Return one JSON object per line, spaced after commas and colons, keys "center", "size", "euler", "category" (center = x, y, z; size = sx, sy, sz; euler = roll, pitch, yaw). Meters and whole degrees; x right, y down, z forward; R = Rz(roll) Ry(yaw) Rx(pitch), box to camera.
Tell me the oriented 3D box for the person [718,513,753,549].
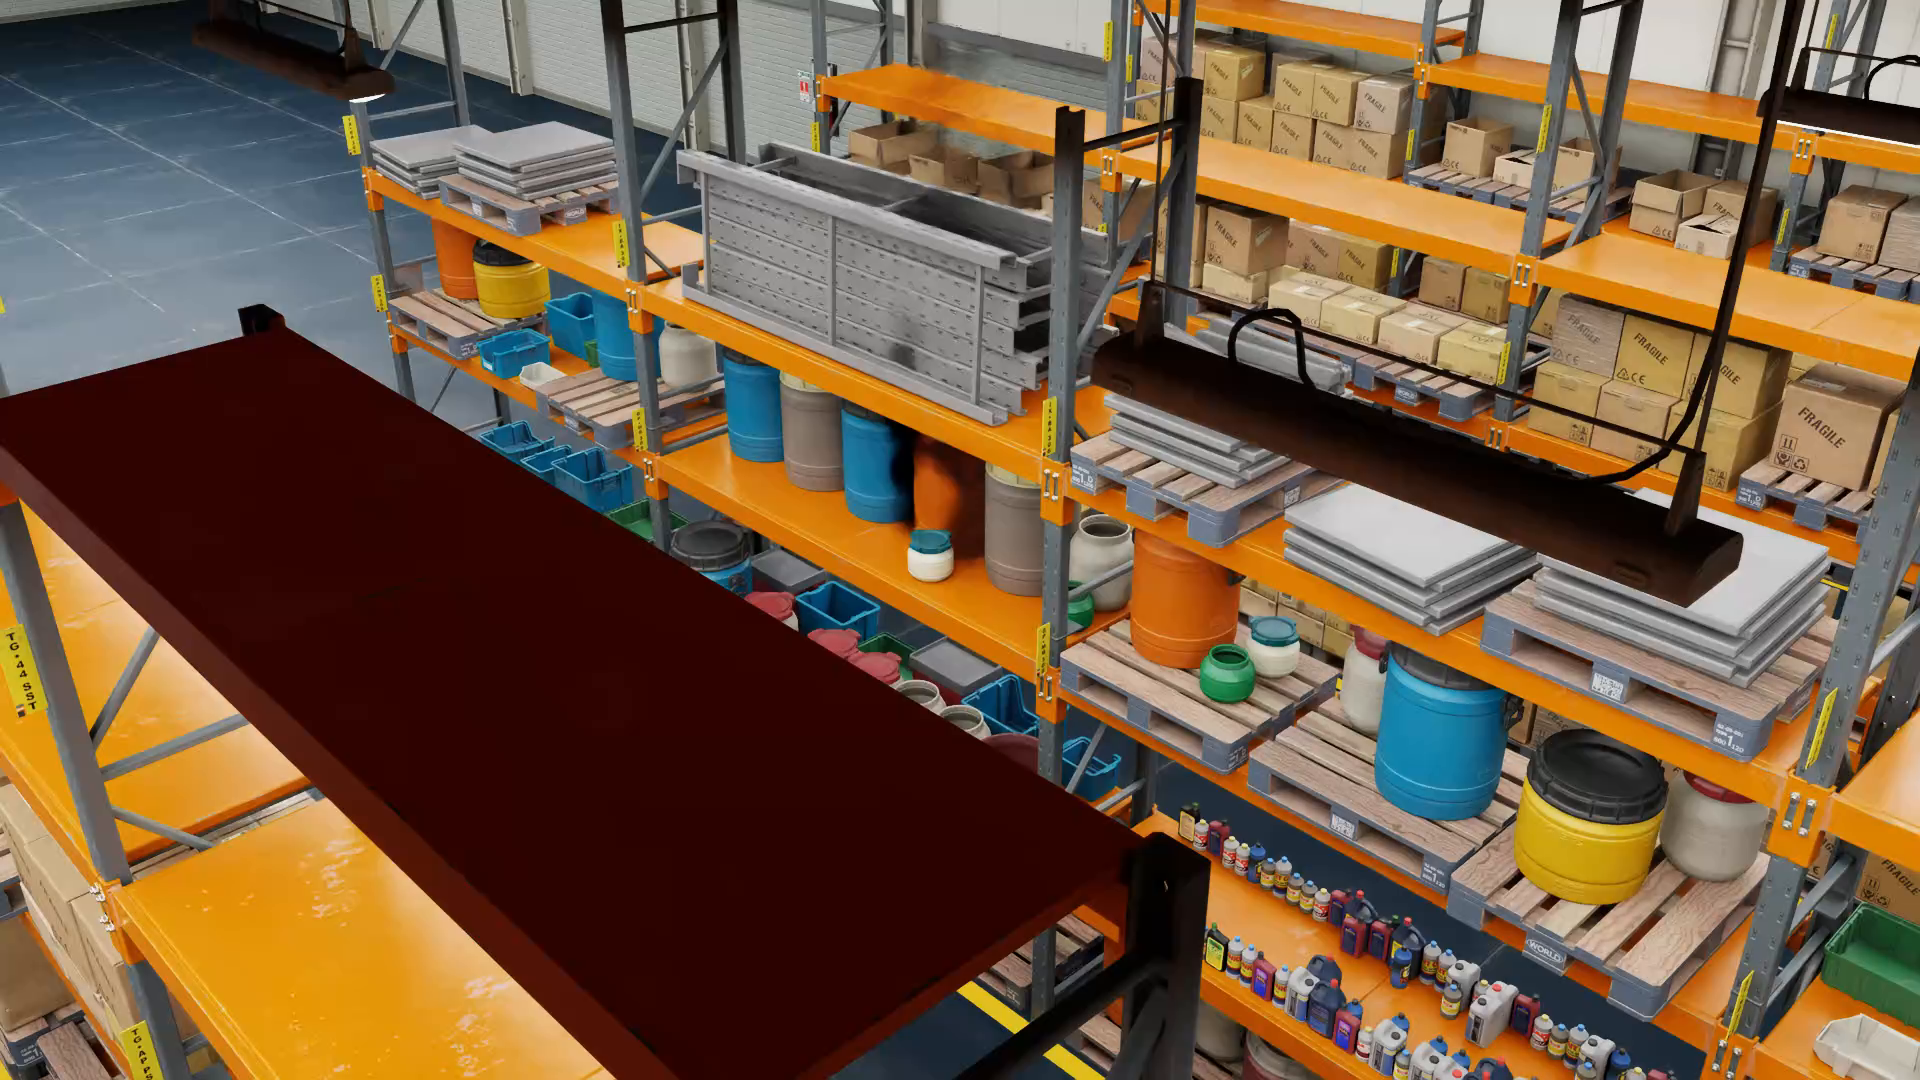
{"center": [-1.976, -0.224, 15.349], "size": [0.957, 1.770, 0.693], "euler": [21, 35, 34], "category": "person"}
